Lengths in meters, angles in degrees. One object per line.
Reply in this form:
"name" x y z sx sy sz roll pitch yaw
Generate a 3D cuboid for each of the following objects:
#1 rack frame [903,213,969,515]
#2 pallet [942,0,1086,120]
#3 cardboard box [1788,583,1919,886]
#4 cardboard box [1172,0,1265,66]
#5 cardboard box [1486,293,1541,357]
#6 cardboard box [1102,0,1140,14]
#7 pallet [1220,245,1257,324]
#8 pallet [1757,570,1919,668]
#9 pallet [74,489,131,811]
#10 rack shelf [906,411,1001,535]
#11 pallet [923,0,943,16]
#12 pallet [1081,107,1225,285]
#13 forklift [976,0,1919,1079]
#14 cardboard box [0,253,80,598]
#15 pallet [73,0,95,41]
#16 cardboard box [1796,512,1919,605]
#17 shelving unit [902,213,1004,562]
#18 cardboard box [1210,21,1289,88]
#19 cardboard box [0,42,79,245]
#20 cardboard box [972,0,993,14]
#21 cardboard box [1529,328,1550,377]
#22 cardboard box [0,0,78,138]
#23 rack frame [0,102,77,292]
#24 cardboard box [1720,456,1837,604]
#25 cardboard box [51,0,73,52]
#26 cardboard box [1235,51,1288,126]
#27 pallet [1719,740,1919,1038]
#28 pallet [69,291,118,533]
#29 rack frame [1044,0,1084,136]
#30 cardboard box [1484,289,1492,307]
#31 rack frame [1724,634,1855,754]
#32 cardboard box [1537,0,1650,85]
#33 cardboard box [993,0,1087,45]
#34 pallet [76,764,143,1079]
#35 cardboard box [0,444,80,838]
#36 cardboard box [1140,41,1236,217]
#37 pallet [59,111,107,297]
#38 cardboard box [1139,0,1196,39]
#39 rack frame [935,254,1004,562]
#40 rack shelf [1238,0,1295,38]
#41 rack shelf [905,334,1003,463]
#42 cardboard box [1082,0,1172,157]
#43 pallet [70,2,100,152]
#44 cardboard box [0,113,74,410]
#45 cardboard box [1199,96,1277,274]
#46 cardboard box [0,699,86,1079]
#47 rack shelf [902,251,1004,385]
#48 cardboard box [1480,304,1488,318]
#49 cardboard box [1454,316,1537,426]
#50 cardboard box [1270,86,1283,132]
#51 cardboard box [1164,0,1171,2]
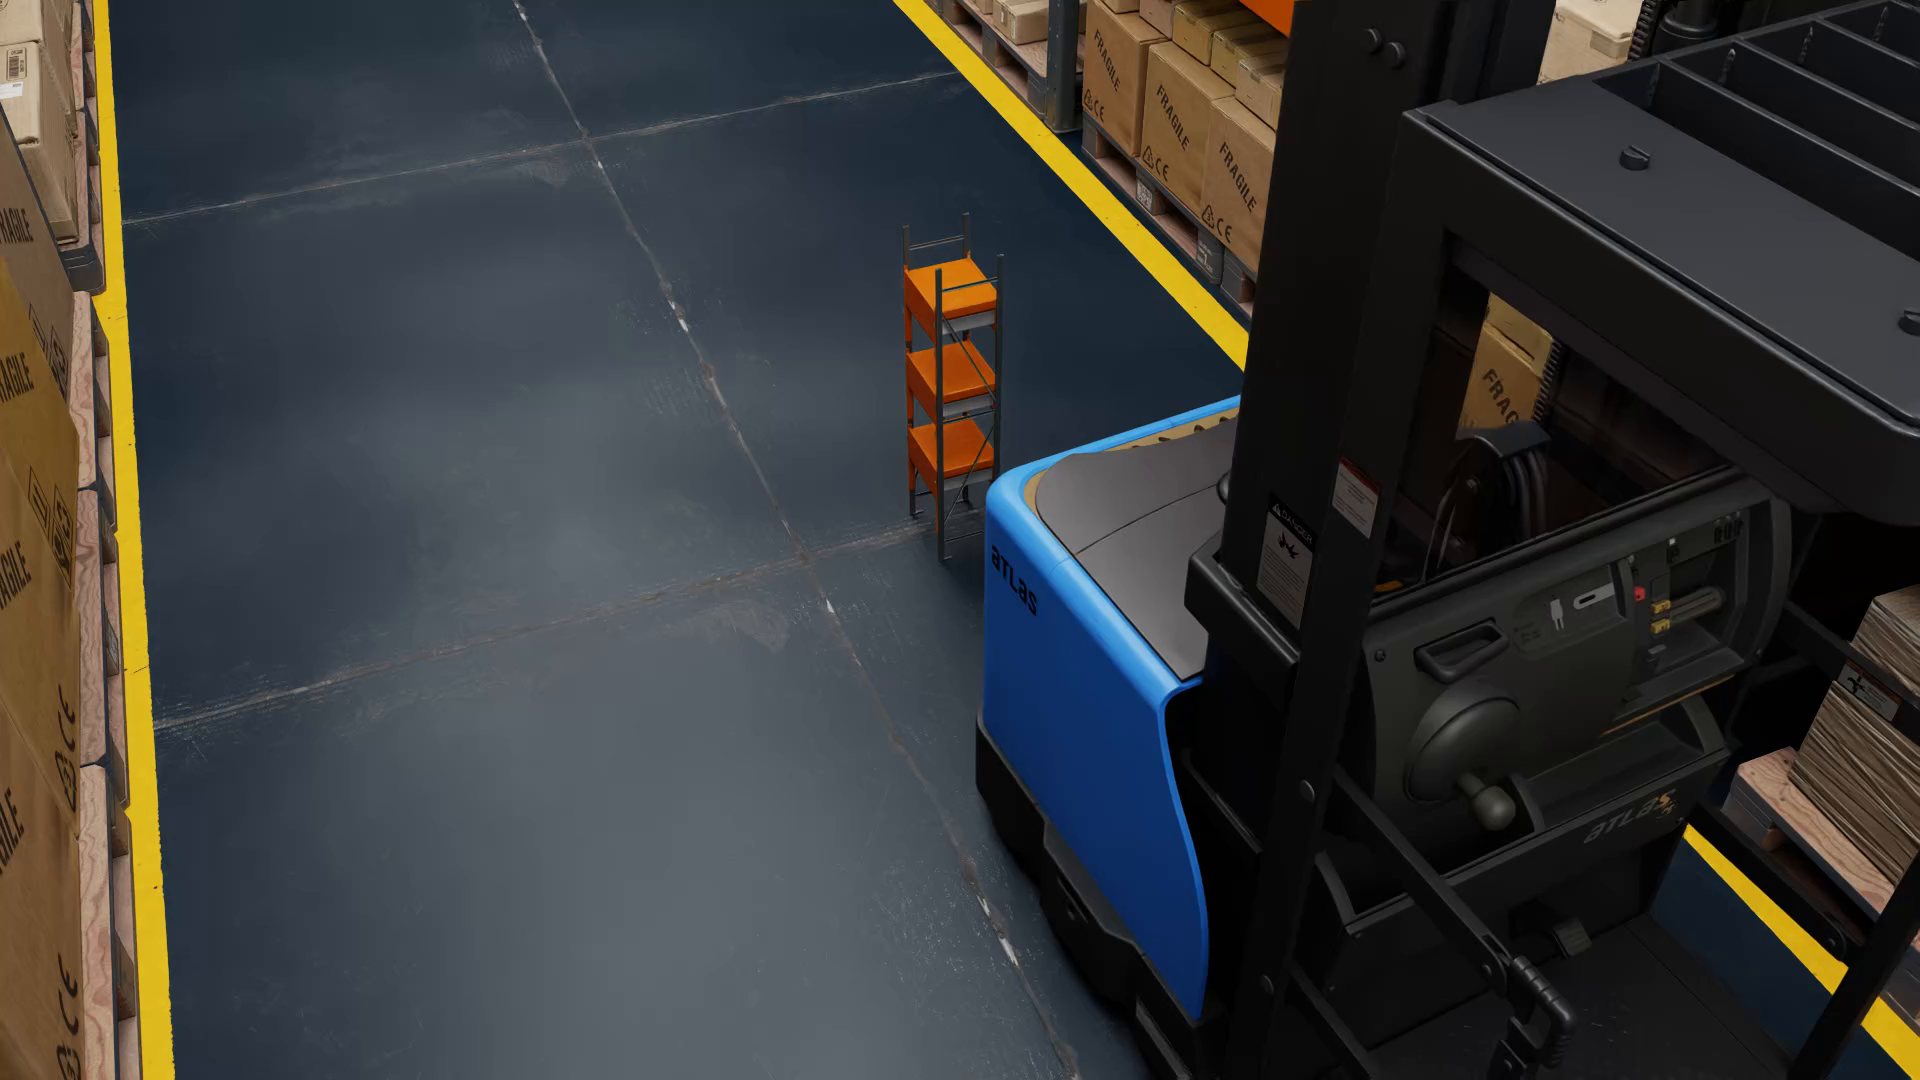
"rack frame" -0.067 -0.504 5.031 0.200 1.050 0.008 -15 43 -17
"pallet" 0.597 -2.433 7.917 1.003 0.211 1.213 -15 43 -17
"cardboard box" 2.616 0.454 3.921 0.875 0.625 0.625 -14 43 -16
"cardboard box" 1.037 -1.952 6.316 0.380 0.149 0.250 -17 44 -19
"cardboard box" 1.774 -0.684 4.843 0.380 0.149 0.250 -16 43 -18
"cardboard box" 0.751 -2.251 6.665 0.380 0.149 0.250 -13 42 -15
"pallet" 1.676 -0.802 6.021 1.003 0.211 1.213 -15 43 -17
"pallet" 2.139 -0.068 5.168 1.003 0.211 1.213 -15 43 -17
"pallet" -2.890 0.404 4.618 1.003 0.211 1.213 -15 43 -17
"rack shelf" -0.020 -0.212 5.133 0.215 0.259 0.240 -15 43 -17
"pallet" 0.127 -3.169 8.773 1.003 0.211 1.213 -15 43 -17
"pallet" 1.205 -1.538 6.877 1.003 0.211 1.213 -15 43 -17
"forklift" 1.165 0.267 2.691 1.130 2.935 3.031 -19 44 -20
"cardboard box" -3.061 -0.293 4.598 0.875 0.875 0.875 -14 43 -16
"pallet" -4.878 -2.726 8.258 1.003 0.211 1.213 -15 43 -17
"cardboard box" 2.487 -0.202 4.779 0.500 0.500 0.500 -14 43 -15
"shelving unit" -0.020 -0.430 4.945 0.215 1.050 0.252 -15 43 -17
"cardboard box" 1.154 -1.790 6.128 0.380 0.149 0.250 -16 43 -18
"cardboard box" -3.866 -1.428 6.253 0.875 0.438 0.875 -16 43 -17
"cardboard box" 0.238 -2.676 7.836 0.396 0.266 0.258 -14 43 -15
"cardboard box" 1.834 -0.515 4.646 0.380 0.149 0.250 -17 44 -19
"cardboard box" -4.210 -1.967 6.880 0.875 0.438 0.875 -16 43 -18
"rack frame" -3.725 -1.835 5.084 1.000 3.000 0.127 -15 43 -17
"cardboard box" 2.029 -0.079 4.636 0.500 0.500 0.500 -14 43 -16
"cardboard box" -4.553 -2.511 7.512 0.875 0.438 0.875 -14 43 -16
"cardboard box" 1.215 -1.630 5.943 0.380 0.149 0.250 -15 43 -17
"pallet" 2.669 0.897 4.046 1.003 0.211 1.213 -15 43 -17
"pallet" -3.360 -0.332 5.474 1.003 0.211 1.213 -15 43 -17
"rack frame" 0.859 -3.076 6.526 1.000 3.000 0.127 -15 43 -17
"cardboard box" 1.715 -0.855 5.041 0.380 0.149 0.250 -14 43 -16
"rack frame" 2.390 -0.666 3.724 1.000 3.000 0.127 -15 43 -17
"cardboard box" 1.687 -1.324 4.282 0.500 0.250 0.500 -17 44 -19
"cardboard box" 0.375 -2.417 7.624 0.380 0.149 0.250 -16 43 -18
"pallet" -2.427 1.138 3.765 1.003 0.211 1.213 -15 43 -17
"cardboard box" -2.720 0.245 3.972 0.875 0.875 0.875 -15 43 -16
"cardboard box" 1.049 -1.622 6.430 0.500 0.500 0.500 -16 43 -17
"pallet" -3.944 -1.256 6.548 1.003 0.211 1.213 -15 43 -17
"cardboard box" 0.928 -2.103 6.493 0.380 0.149 0.250 -16 43 -18
"rack frame" 0.026 -0.357 4.860 0.200 1.050 0.008 -15 43 -17
"rack shelf" 1.624 -1.598 5.360 1.077 0.370 4.000 -15 43 -17
"rack shelf" -0.020 -0.422 4.952 0.215 0.259 0.240 -15 43 -17
"cardboard box" 0.836 -1.940 6.800 0.500 0.500 0.500 -13 42 -15
"pallet" -4.415 -1.992 7.404 1.003 0.211 1.213 -15 43 -17
"cardboard box" -3.414 -0.836 5.229 0.875 0.875 0.875 -14 43 -16
"cardboard box" 1.236 -1.320 6.079 0.500 0.500 0.500 -16 43 -18
"cardboard box" -2.382 0.784 3.346 0.875 0.875 0.875 -15 43 -17
"rack shelf" -0.020 -0.637 4.767 0.215 0.259 0.240 -15 43 -17
"cardboard box" 1.645 -0.698 5.356 0.500 0.500 0.500 -13 42 -15
"cardboard box" 1.847 -0.383 4.990 0.500 0.500 0.500 -16 43 -17
"cardboard box" 1.308 -1.480 5.768 0.380 0.149 0.250 -14 43 -15
"cardboard box" 0.894 -2.219 6.399 0.380 0.149 0.250 -17 44 -19
